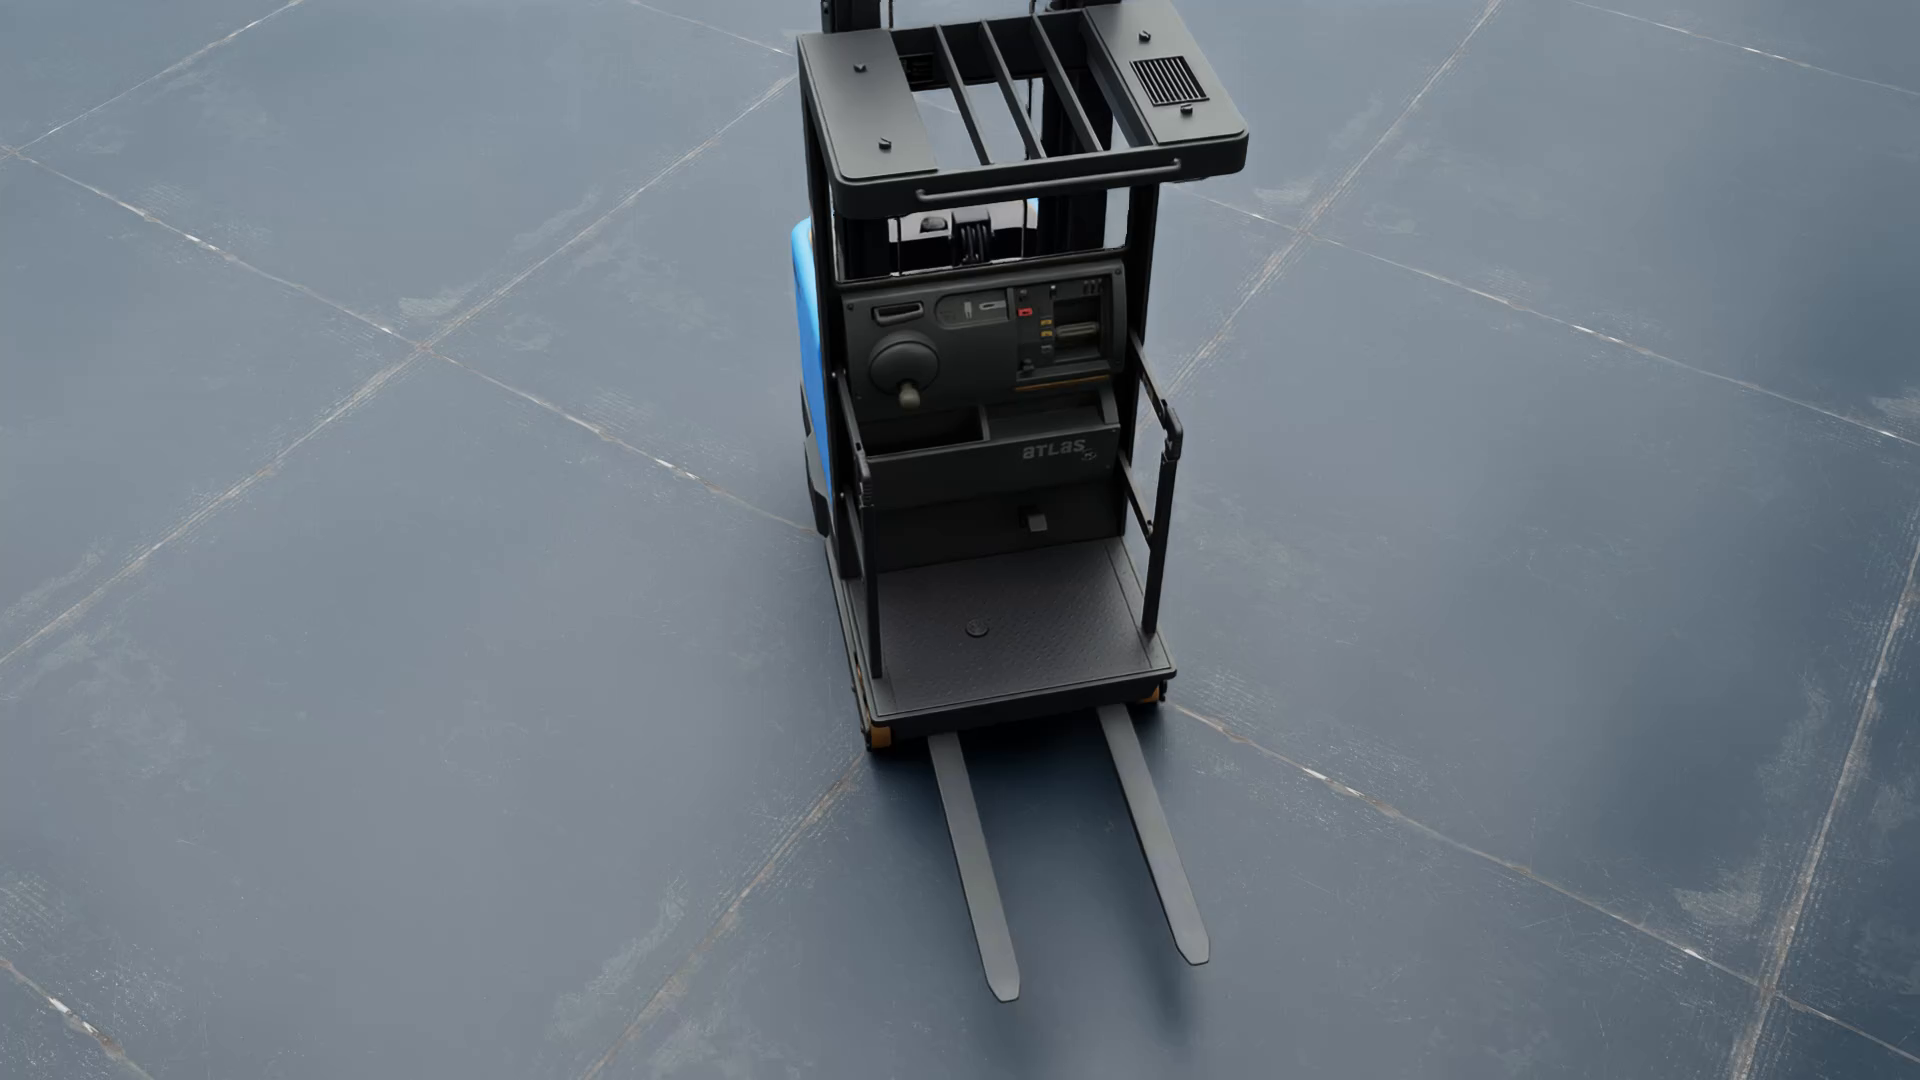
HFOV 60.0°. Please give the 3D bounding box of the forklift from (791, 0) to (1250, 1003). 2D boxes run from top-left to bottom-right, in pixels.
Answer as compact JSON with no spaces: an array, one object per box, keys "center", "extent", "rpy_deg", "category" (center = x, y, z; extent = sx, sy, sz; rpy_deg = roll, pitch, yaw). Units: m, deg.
[{"center":[0.134,-0.567,5.258],"extent":[1.130,2.935,3.031],"rpy_deg":[-9,46,-8],"category":"forklift"}]
